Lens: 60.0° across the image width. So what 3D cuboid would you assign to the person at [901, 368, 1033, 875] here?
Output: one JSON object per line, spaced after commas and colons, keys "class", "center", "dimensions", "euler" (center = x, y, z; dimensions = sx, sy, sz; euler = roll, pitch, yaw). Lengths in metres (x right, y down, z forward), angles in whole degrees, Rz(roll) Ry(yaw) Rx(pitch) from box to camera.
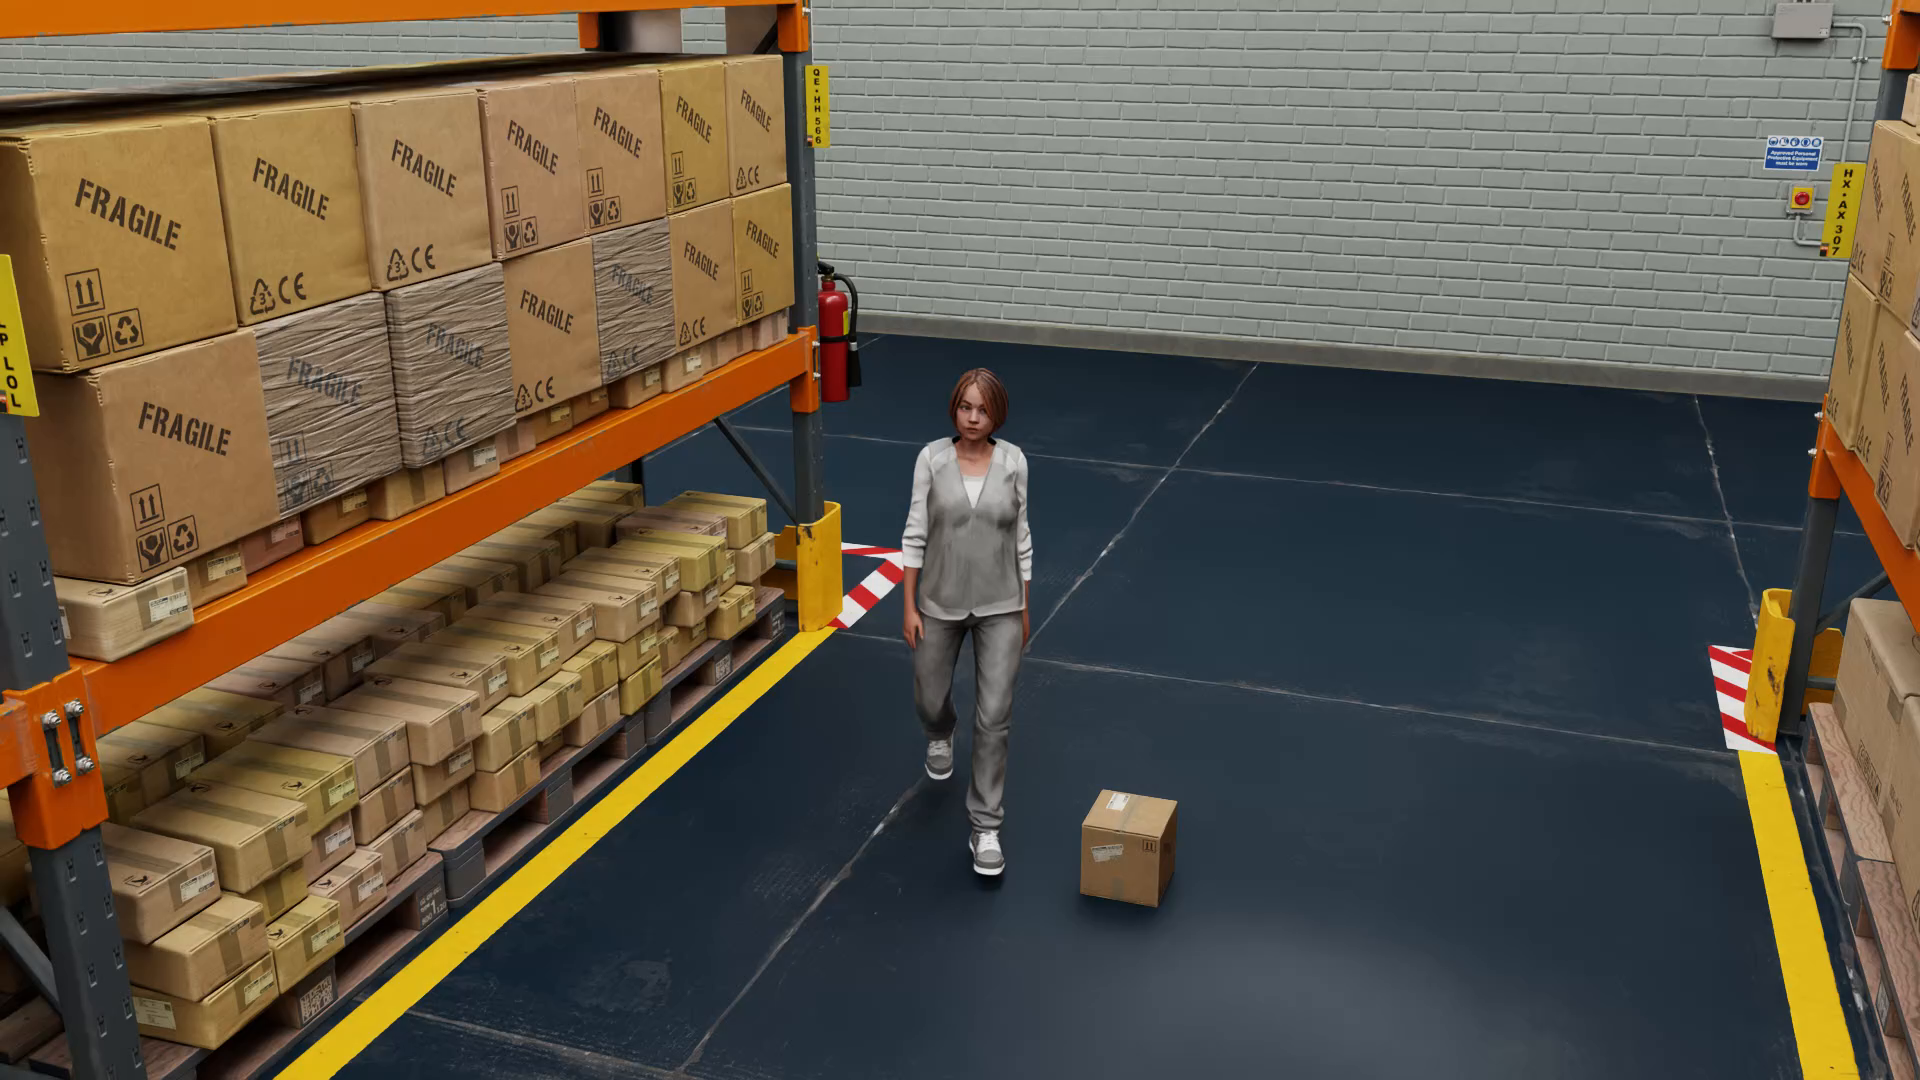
{"class": "person", "center": [0.023, 0.222, 5.406], "dimensions": [0.425, 1.568, 0.782], "euler": [0, 19, 1]}
